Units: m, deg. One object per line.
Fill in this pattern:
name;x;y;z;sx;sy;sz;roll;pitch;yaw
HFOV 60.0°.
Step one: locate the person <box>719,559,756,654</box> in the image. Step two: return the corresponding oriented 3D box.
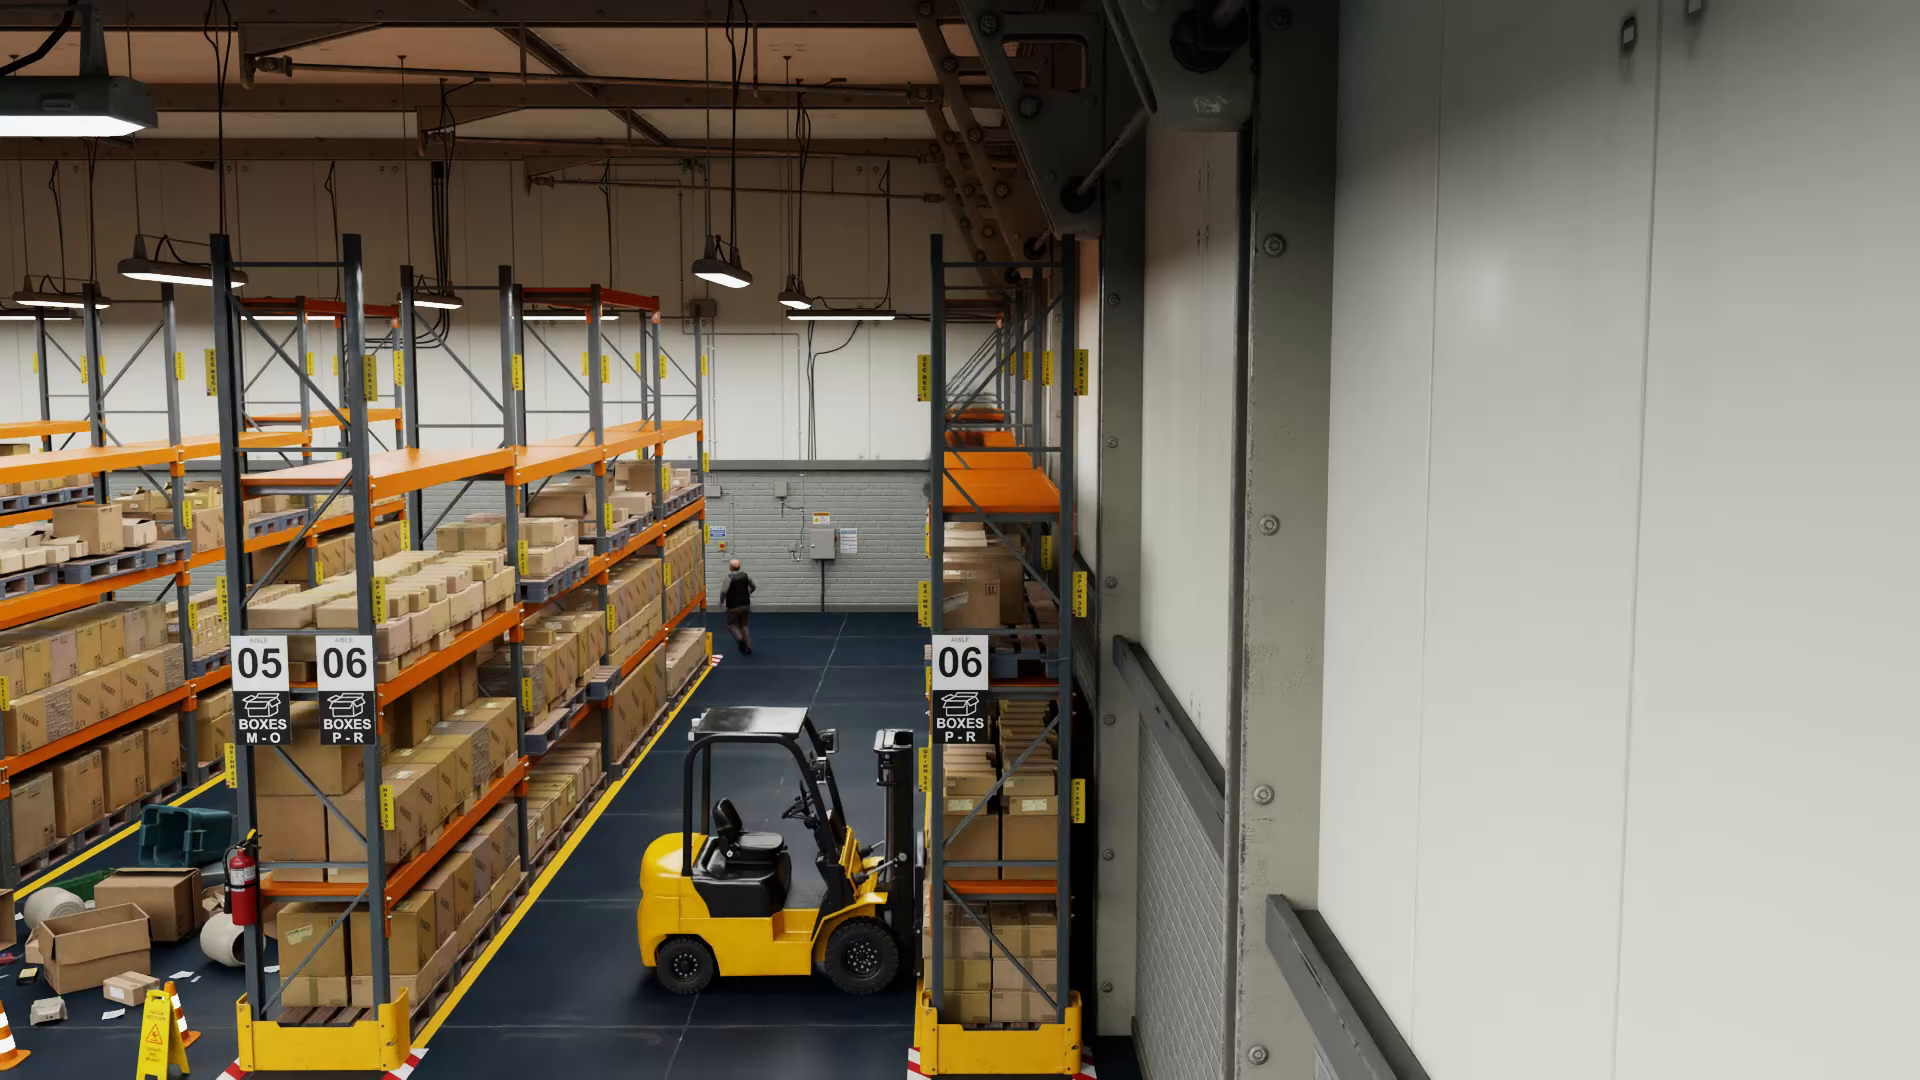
person;-3.907;1.152;28.867;0.728;1.674;0.497;-4;8;-35
